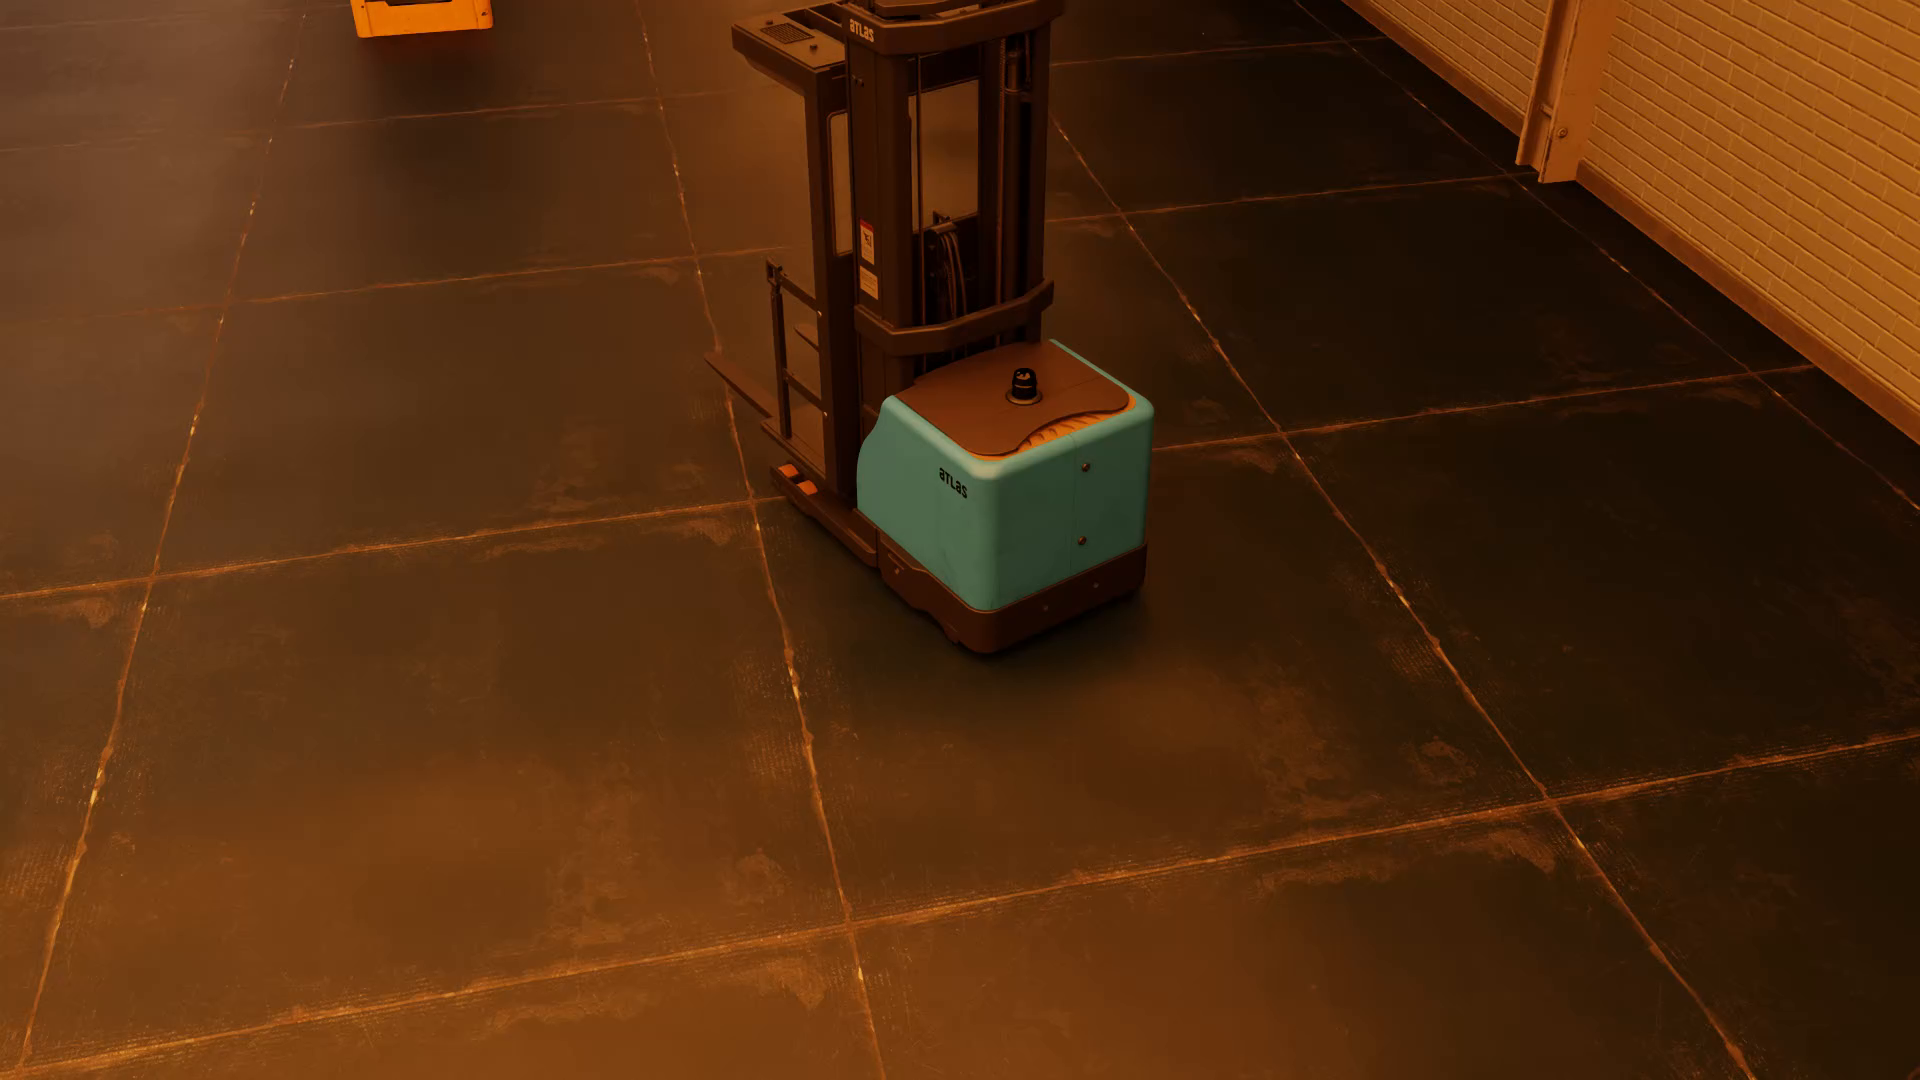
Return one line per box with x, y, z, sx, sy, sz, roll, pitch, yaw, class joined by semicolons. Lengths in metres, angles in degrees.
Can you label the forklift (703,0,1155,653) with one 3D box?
-0.350;-1.480;8.107;1.130;2.935;3.031;-22;41;-28;forklift
